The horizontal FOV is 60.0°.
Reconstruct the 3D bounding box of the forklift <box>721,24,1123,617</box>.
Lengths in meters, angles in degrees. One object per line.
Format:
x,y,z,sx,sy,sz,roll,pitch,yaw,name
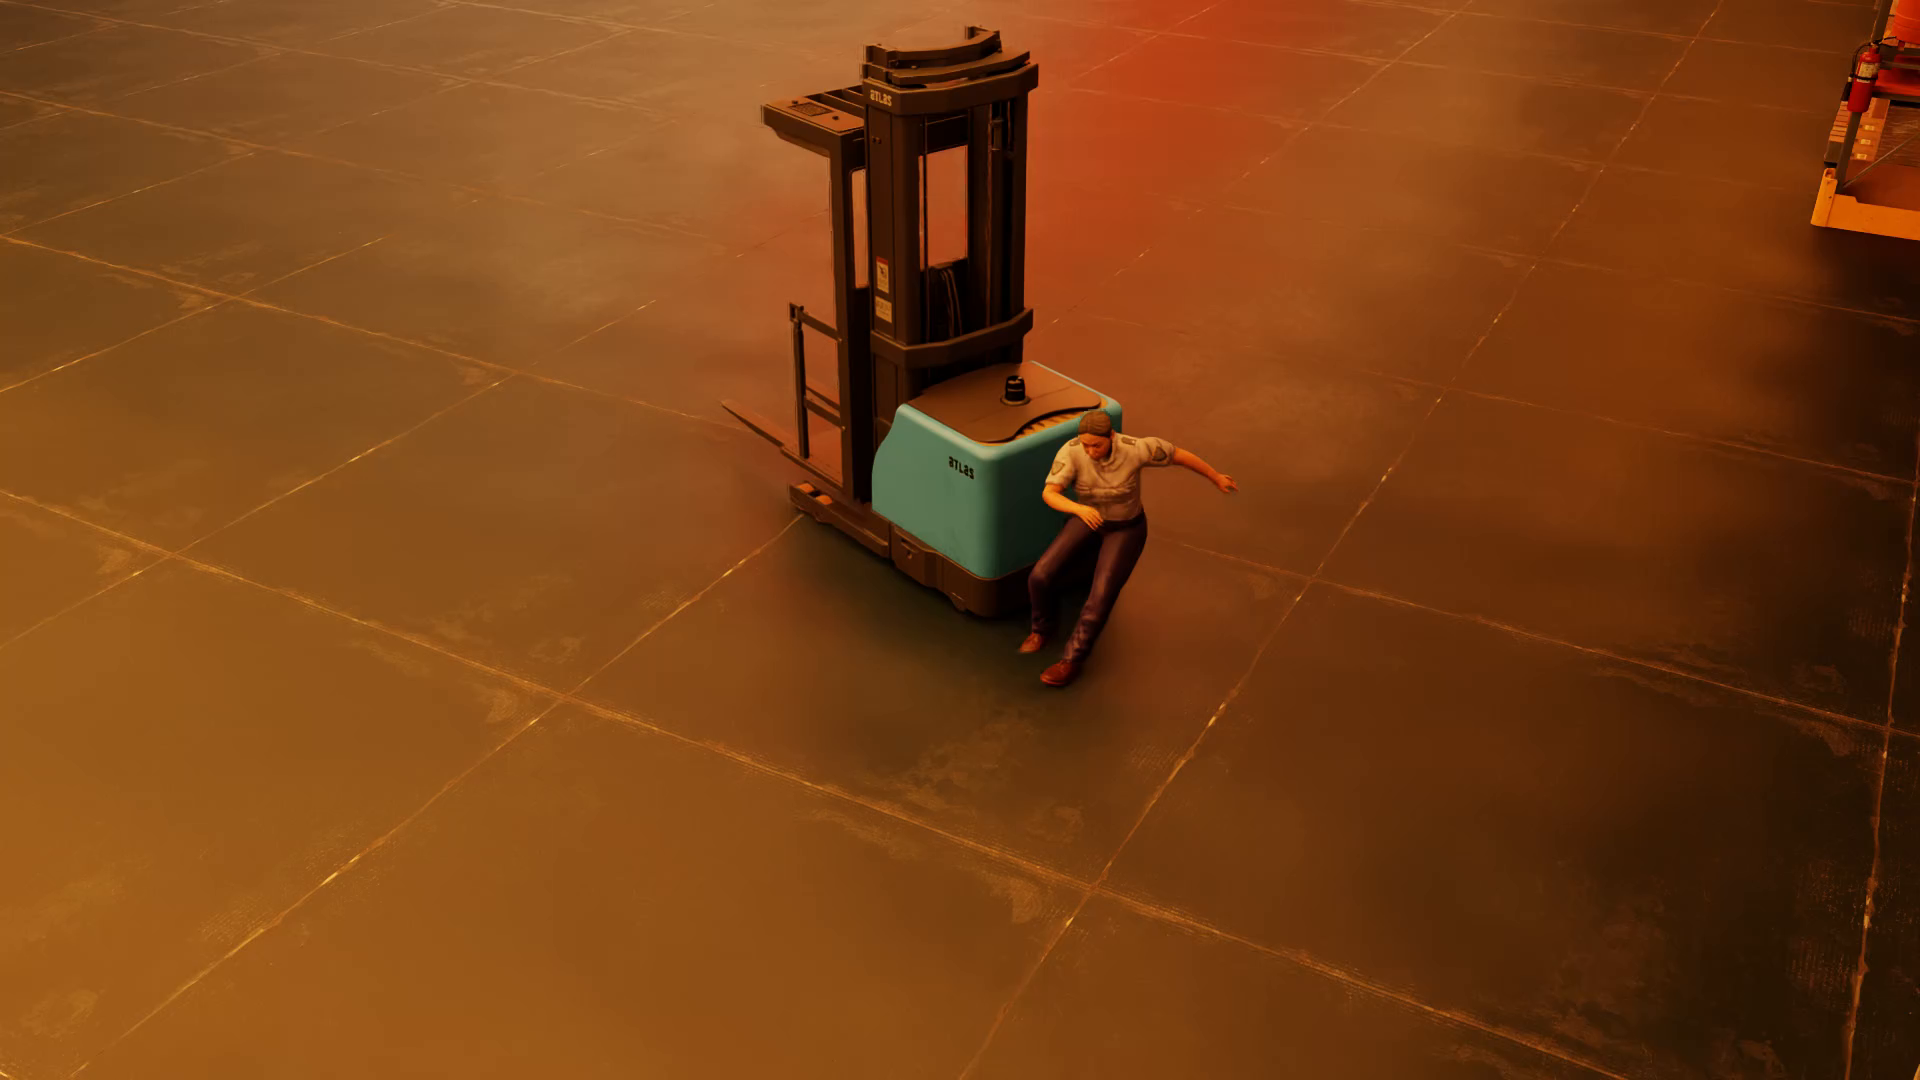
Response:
-0.398,-1.517,9.699,1.130,2.935,3.031,-22,37,-33,forklift

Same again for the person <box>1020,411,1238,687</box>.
0.822,0.025,8.609,0.979,1.442,1.009,12,32,20,person
